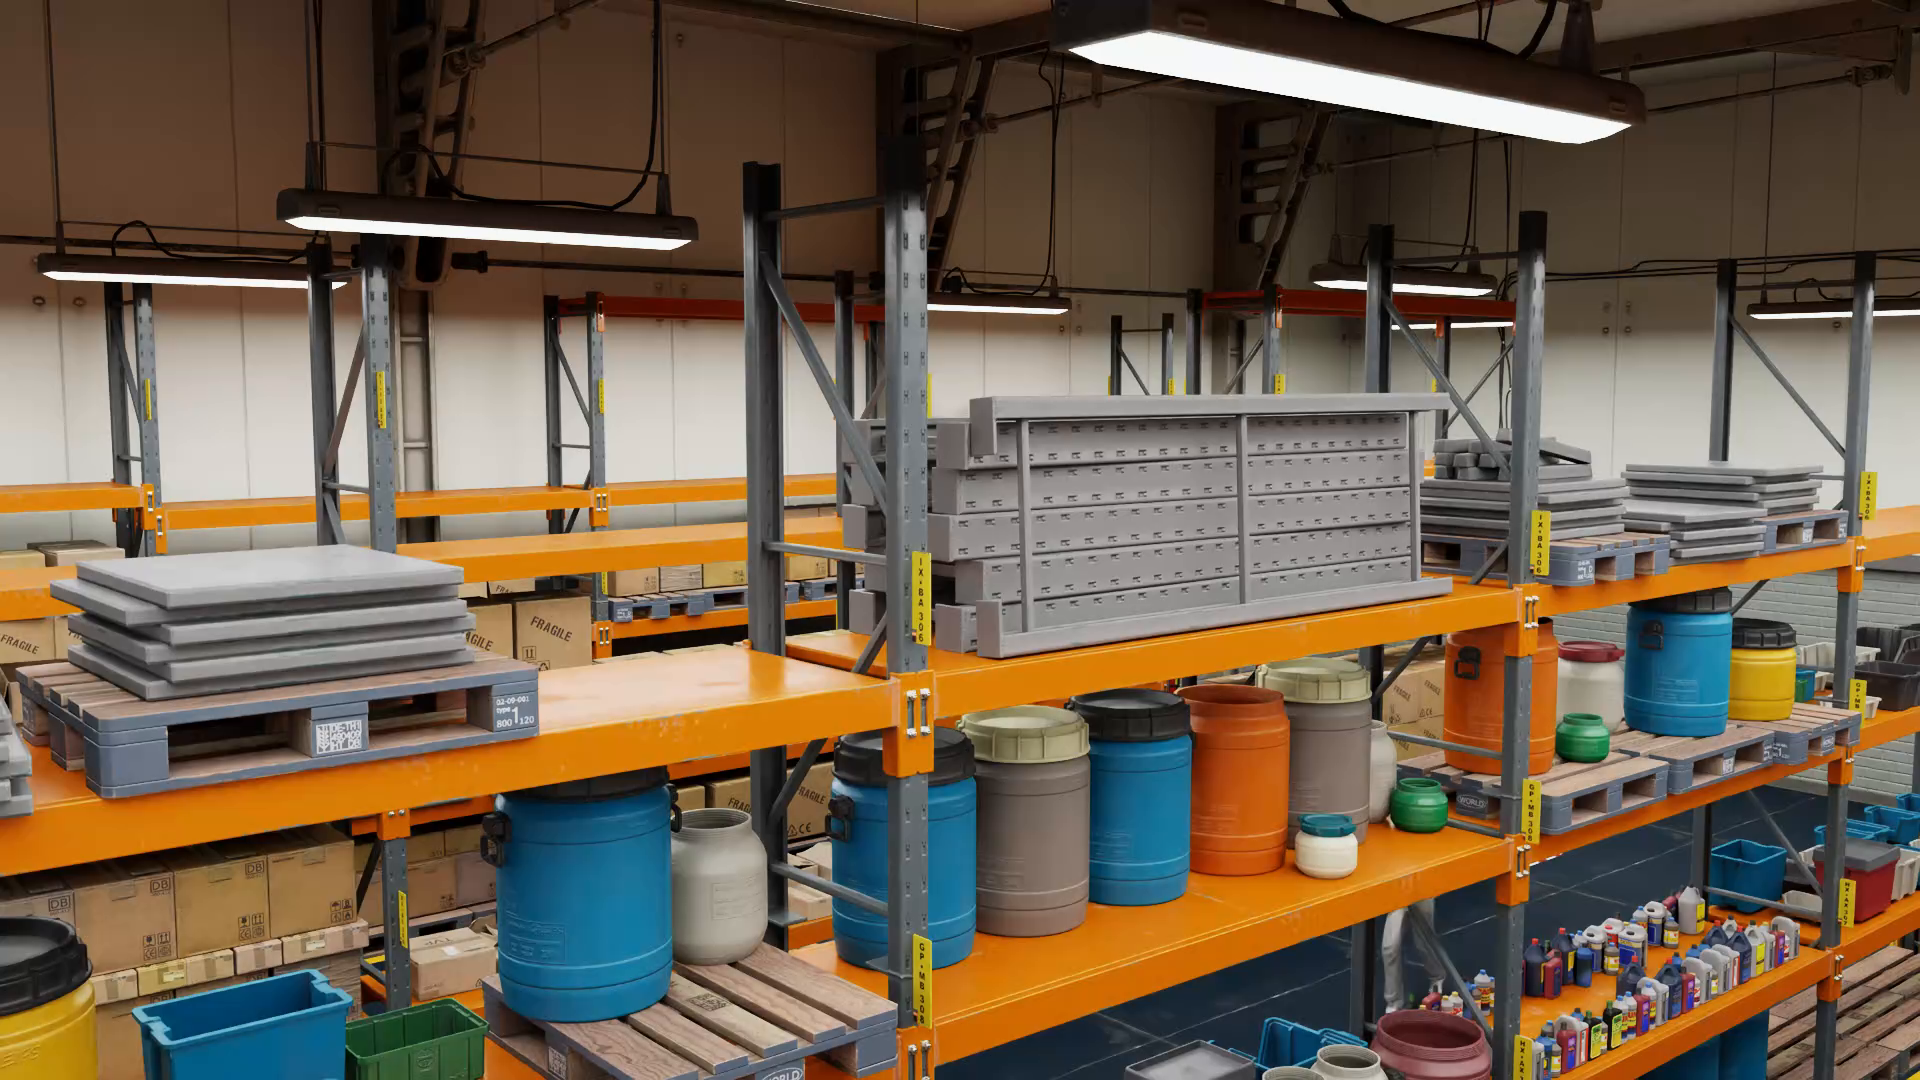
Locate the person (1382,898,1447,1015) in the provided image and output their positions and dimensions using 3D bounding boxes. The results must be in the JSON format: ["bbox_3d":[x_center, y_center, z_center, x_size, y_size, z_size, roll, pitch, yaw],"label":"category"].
[{"bbox_3d":[3.739,3.036,13.654,0.579,1.672,0.941,5,8,43],"label":"person"}]
